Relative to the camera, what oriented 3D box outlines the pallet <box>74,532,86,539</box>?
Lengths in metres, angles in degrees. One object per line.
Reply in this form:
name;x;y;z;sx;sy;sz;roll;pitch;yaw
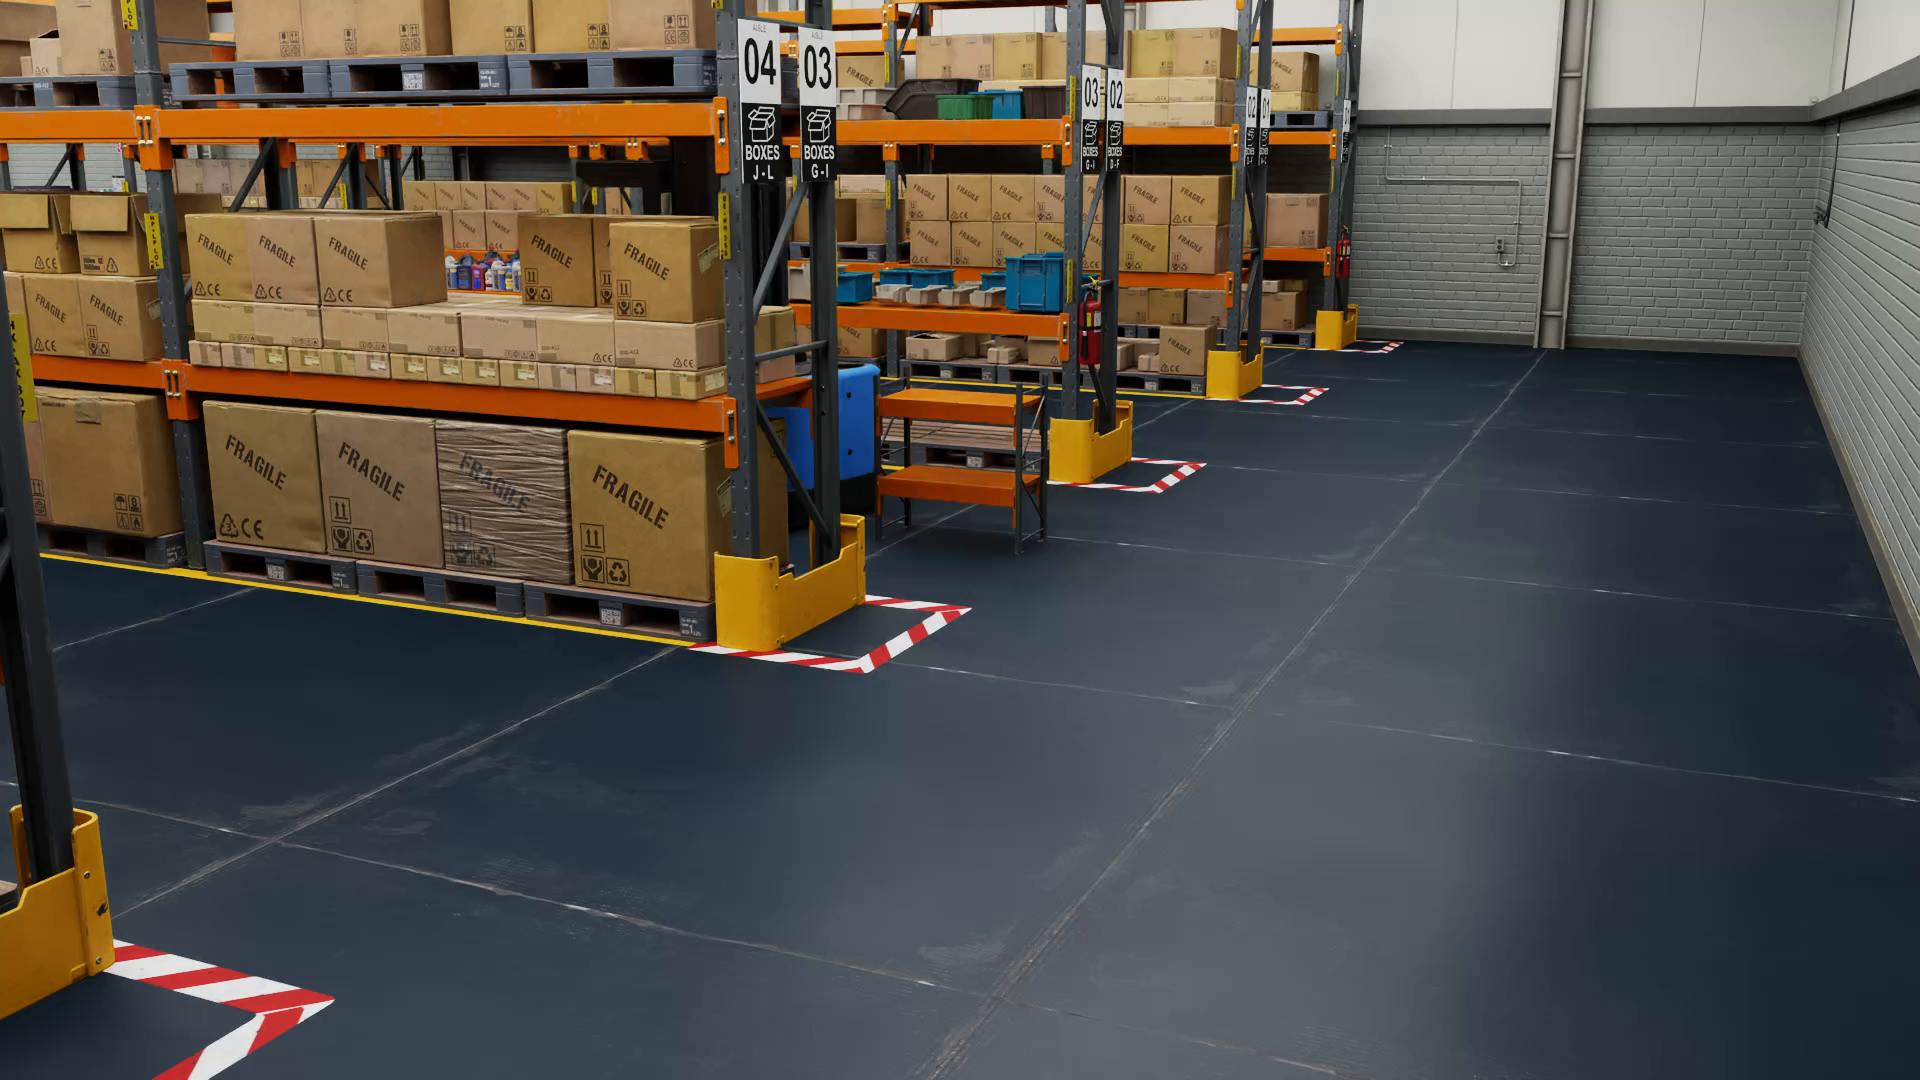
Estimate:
pallet;-6.459;-0.186;11.586;1.213;0.211;1.003;6;14;23

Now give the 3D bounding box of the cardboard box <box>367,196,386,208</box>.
cardboard box;-8.070;-4.614;22.715;0.250;0.149;0.380;6;14;23

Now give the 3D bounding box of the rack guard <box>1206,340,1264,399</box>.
rack guard;3.000;-1.864;18.105;0.348;0.500;1.175;6;14;23

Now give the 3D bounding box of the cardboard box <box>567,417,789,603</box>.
cardboard box;-1.564;-0.218;9.349;0.875;0.875;0.875;6;14;23

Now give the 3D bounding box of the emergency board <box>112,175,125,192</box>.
emergency board;-16.296;-6.497;32.378;0.643;1.169;0.194;6;14;23

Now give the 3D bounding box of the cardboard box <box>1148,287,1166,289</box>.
cardboard box;2.774;-3.574;23.052;0.250;0.149;0.380;5;14;22

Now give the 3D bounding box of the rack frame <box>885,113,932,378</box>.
rack frame;-0.588;-3.444;19.367;0.127;3.000;1.000;6;14;23

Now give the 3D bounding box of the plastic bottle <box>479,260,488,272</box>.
plastic bottle;-4.434;-2.461;15.457;0.097;0.271;0.097;0;13;0

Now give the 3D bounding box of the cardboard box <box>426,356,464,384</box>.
cardboard box;-2.803;-0.989;9.453;0.250;0.149;0.380;6;15;24

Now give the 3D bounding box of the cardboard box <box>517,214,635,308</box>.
cardboard box;-2.209;-1.636;9.697;0.500;0.500;0.500;5;14;22

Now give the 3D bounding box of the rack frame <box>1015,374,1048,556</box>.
rack frame;0.471;-0.500;10.923;0.032;1.125;0.500;6;14;23

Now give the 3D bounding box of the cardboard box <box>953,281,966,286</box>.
cardboard box;-0.046;-3.752;24.464;0.750;0.750;0.750;6;15;25

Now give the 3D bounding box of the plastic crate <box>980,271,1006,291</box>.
plastic crate;0.365;-2.140;14.044;0.300;0.233;0.416;6;14;23

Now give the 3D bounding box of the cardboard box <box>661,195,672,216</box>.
cardboard box;-3.624;-4.033;20.737;0.500;0.500;0.700;1;13;4

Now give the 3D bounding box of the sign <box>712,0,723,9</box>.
sign;-1.179;-2.746;8.061;0.005;0.325;0.100;6;14;23

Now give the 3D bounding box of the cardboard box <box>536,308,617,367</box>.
cardboard box;-1.961;-1.114;9.112;0.500;0.250;0.500;6;14;22

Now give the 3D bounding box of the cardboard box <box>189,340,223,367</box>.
cardboard box;-4.468;-1.156;10.167;0.250;0.149;0.380;6;14;23

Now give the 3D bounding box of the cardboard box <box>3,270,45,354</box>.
cardboard box;-6.072;-1.505;10.882;0.500;0.500;0.500;6;14;23

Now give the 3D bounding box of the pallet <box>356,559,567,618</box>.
pallet;-2.821;0.181;10.020;1.213;0.211;1.003;6;14;23

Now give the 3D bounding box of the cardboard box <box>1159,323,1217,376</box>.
cardboard box;2.472;-2.070;18.020;0.500;0.500;0.500;6;14;23

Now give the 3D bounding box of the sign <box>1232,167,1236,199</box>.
sign;2.826;-3.678;17.135;0.005;0.325;0.100;6;14;23

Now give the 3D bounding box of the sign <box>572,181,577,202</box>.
sign;-6.112;-5.527;26.348;0.005;0.325;0.100;6;14;23

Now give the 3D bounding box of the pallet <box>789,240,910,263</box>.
pallet;-1.274;-3.448;19.801;1.213;0.211;1.003;6;14;23

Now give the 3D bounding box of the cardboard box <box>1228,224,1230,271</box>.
cardboard box;2.770;-3.219;18.188;0.500;0.500;0.500;6;15;24

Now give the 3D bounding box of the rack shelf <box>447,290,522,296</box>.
rack shelf;-4.426;-2.245;15.830;4.000;0.370;1.077;6;14;23

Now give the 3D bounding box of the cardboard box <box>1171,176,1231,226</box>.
cardboard box;2.551;-3.593;17.595;0.500;0.500;0.500;6;14;23

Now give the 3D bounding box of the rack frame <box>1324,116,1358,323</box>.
rack frame;5.072;-4.109;22.201;0.127;3.000;1.000;6;14;23

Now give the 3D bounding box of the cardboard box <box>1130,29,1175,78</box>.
cardboard box;2.170;-5.178;17.782;0.500;0.500;0.700;6;14;23

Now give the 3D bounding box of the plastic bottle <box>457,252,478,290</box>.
plastic bottle;-4.578;-2.505;15.471;0.185;0.351;0.144;6;14;23

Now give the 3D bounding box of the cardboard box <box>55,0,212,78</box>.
cardboard box;-5.138;-3.141;10.369;0.500;0.500;0.700;6;15;25

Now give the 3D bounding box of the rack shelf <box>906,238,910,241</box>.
rack shelf;-0.413;-4.314;24.649;4.000;0.370;1.077;6;14;23

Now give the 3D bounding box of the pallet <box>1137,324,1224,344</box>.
pallet;3.198;-2.922;23.247;1.213;0.211;1.003;6;14;23

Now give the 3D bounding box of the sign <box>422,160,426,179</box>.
sign;-9.313;-6.421;28.828;0.005;0.325;0.100;6;14;23

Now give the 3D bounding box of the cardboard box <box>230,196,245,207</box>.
cardboard box;-9.883;-4.695;23.060;0.250;0.149;0.380;6;14;24

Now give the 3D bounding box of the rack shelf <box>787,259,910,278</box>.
rack shelf;-2.416;-3.279;20.238;4.000;0.370;1.077;6;14;23

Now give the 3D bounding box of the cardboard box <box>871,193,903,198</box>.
cardboard box;-0.973;-4.858;24.477;0.500;0.500;0.500;6;14;23

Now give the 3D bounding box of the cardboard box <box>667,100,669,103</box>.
cardboard box;-3.366;-5.243;20.247;0.500;0.500;0.910;6;14;23

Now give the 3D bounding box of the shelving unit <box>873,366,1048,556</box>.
shelving unit;0.006;-0.547;11.124;1.048;1.125;0.538;6;14;23

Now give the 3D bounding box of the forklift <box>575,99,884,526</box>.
forklift;-2.070;-1.734;12.230;3.031;2.935;1.130;8;16;32

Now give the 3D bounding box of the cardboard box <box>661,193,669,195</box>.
cardboard box;-4.325;-5.321;26.181;0.500;0.500;0.700;8;15;31

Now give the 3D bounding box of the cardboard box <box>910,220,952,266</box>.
cardboard box;-0.232;-3.389;18.912;0.500;0.500;0.500;6;15;25

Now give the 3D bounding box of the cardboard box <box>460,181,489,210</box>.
cardboard box;-7.847;-5.642;27.377;0.500;0.500;0.500;6;15;25

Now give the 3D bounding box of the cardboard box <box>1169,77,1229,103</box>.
cardboard box;2.496;-4.699;17.383;0.500;0.250;0.500;6;14;23

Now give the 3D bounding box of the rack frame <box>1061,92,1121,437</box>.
rack frame;1.060;-2.040;13.382;0.127;3.000;1.000;6;14;23

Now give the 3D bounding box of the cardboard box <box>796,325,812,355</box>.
cardboard box;-1.604;-2.475;19.744;0.500;0.500;0.500;6;14;23

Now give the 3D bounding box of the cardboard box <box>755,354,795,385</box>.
cardboard box;-1.137;-0.985;9.436;0.250;0.149;0.380;6;14;24

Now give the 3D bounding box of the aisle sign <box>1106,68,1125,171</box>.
aisle sign;1.246;-3.361;13.321;0.004;0.787;0.394;6;14;23

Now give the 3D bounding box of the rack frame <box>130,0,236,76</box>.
rack frame;-4.604;-4.296;9.865;0.127;3.000;1.000;6;14;23

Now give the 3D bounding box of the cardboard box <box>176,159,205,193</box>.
cardboard box;-10.606;-5.137;23.521;0.500;0.500;0.700;5;14;22

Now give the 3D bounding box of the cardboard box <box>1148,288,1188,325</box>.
cardboard box;2.984;-3.281;23.224;0.500;0.500;0.700;6;15;25

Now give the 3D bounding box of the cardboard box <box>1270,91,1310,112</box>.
cardboard box;4.295;-5.762;21.868;0.500;0.250;0.500;6;15;25

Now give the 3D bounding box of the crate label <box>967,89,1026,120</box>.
crate label;0.347;-3.581;13.708;0.502;0.251;0.408;6;14;23

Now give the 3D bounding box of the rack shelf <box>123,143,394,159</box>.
rack shelf;-9.731;-5.480;23.050;4.000;0.370;1.077;6;14;23
